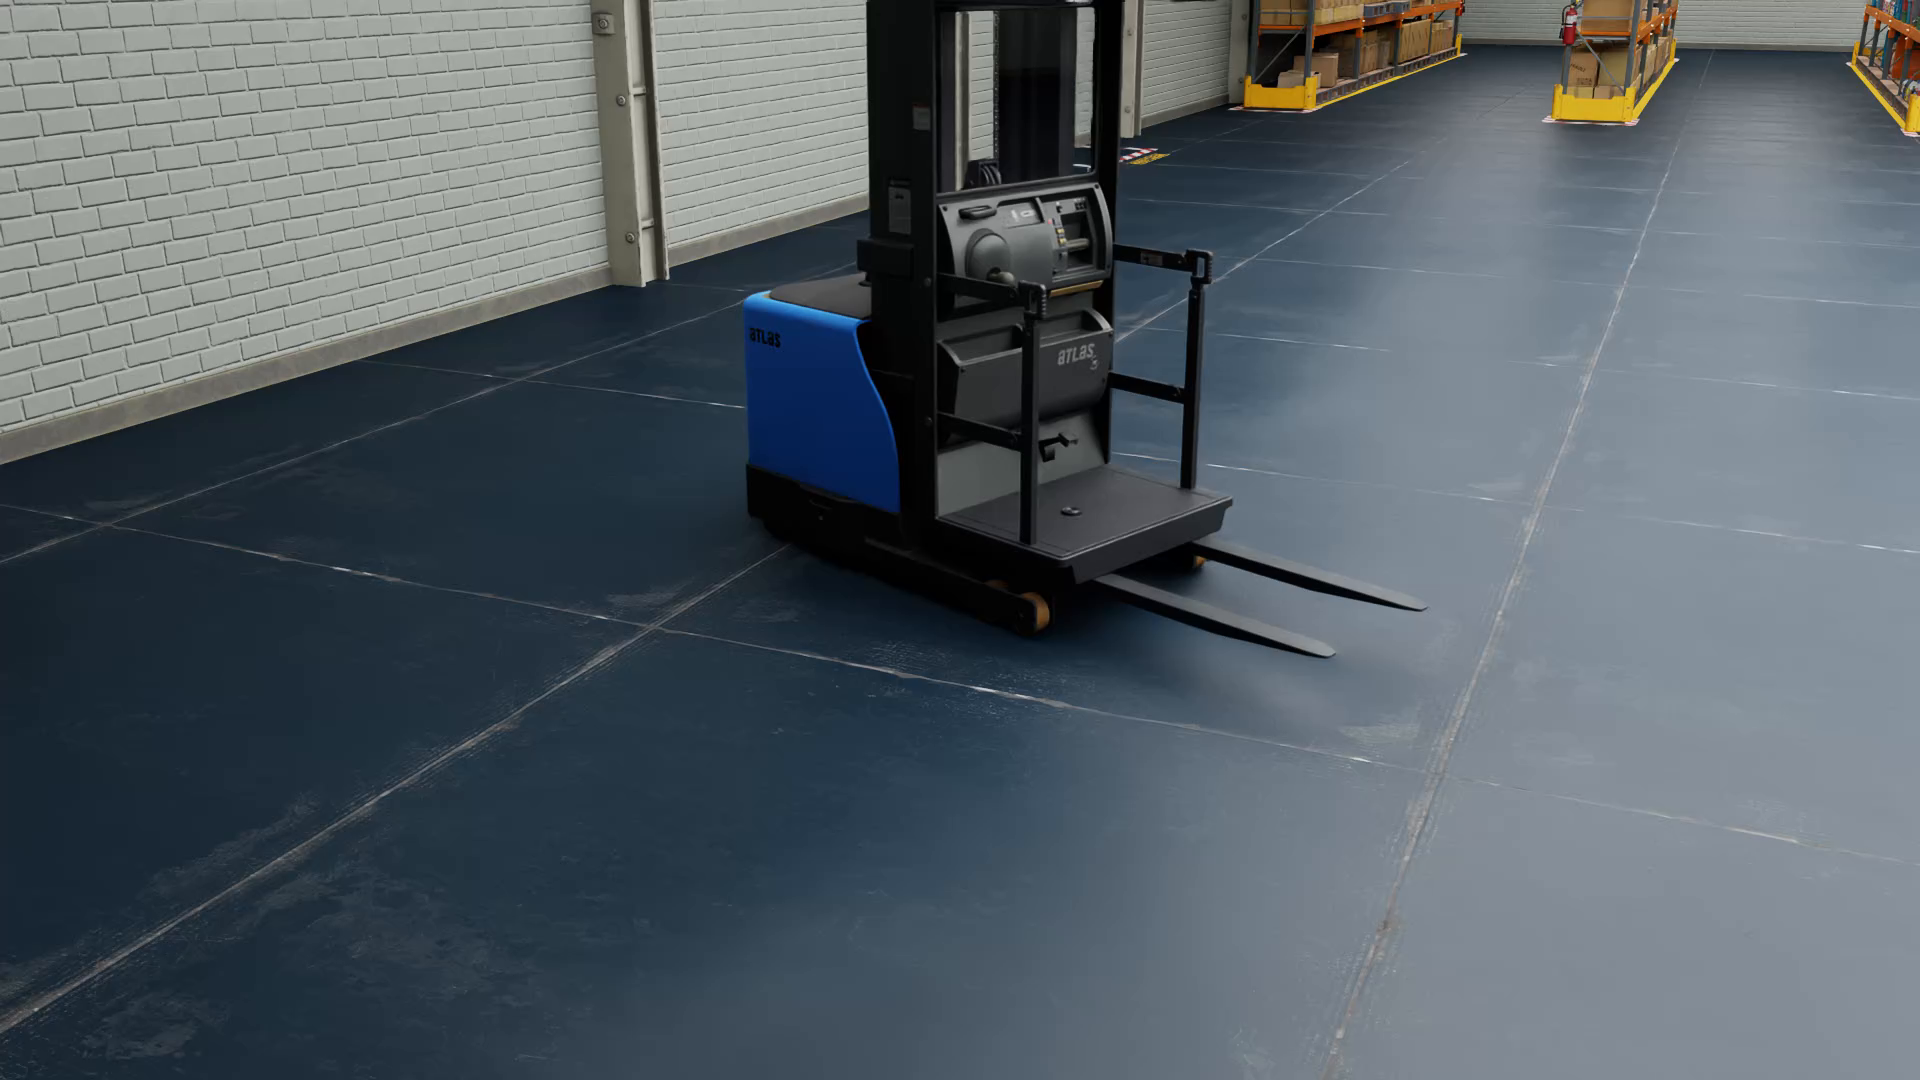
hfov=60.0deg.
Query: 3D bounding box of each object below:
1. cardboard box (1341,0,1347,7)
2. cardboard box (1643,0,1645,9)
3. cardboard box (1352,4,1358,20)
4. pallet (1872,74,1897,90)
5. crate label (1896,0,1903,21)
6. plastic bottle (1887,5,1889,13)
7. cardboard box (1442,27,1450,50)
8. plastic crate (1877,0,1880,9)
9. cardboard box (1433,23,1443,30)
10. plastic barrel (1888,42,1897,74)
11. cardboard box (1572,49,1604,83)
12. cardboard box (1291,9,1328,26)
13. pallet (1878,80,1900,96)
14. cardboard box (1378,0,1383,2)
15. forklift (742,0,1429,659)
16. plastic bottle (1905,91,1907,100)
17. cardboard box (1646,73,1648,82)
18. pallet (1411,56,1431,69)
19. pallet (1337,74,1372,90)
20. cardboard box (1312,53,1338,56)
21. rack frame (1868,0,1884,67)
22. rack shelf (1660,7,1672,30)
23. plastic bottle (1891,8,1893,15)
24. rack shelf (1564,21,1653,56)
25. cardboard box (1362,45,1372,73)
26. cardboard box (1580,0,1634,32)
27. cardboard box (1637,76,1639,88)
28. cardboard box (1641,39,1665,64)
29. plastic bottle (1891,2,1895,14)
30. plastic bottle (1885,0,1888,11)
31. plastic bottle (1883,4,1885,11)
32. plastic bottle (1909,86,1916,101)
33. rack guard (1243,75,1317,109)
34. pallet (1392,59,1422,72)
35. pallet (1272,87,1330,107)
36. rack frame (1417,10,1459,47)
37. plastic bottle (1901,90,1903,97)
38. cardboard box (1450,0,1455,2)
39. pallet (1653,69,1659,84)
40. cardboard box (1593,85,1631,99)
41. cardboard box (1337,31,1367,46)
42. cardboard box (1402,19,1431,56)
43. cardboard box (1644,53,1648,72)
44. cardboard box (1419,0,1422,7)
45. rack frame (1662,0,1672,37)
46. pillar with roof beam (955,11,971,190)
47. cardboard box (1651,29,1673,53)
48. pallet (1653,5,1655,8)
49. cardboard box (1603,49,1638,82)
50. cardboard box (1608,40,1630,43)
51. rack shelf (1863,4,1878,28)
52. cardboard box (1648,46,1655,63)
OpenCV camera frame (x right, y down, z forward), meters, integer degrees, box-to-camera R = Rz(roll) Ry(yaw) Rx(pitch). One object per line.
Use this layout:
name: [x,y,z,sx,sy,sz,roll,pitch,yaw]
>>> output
cardboard box: [6.416,-9.513,28.815,0.500,0.500,0.500,9,22,24]
cardboard box: [12.021,-9.635,29.934,0.500,0.500,0.500,10,22,27]
cardboard box: [6.826,-9.474,29.825,0.500,0.250,0.500,9,21,23]
pallet: [17.916,-8.669,31.529,1.003,0.211,1.213,9,21,23]
crate label: [16.978,-9.486,29.612,0.502,0.435,0.616,9,21,23]
plastic bottle: [18.146,-10.393,32.409,0.097,0.271,0.097,0,20,0]
cardboard box: [11.469,-12.180,40.345,0.700,0.500,0.500,8,21,23]
plastic crate: [19.149,-11.169,34.332,0.392,0.384,0.575,9,21,23]
cardboard box: [11.151,-12.097,39.144,0.380,0.149,0.250,8,21,21]
plastic barrel: [18.278,-9.295,32.100,0.600,0.588,0.708,9,21,23]
cardboard box: [10.182,-7.739,27.112,0.500,0.500,0.500,9,21,23]
cardboard box: [5.806,-8.694,27.633,0.500,0.250,0.500,8,21,21]
pallet: [17.279,-8.190,30.184,1.003,0.211,1.213,9,21,23]
cardboard box: [7.920,-10.821,32.613,0.700,0.500,0.500,9,21,23]
forklift: [0.424,-1.209,6.493,1.130,2.935,3.031,-18,27,-42]
plastic bottle: [15.070,-7.071,26.395,0.097,0.201,0.097,0,20,0]
cardboard box: [12.287,-8.500,30.371,0.500,0.250,0.500,8,21,21]
pallet: [9.984,-10.758,37.404,1.003,0.211,1.213,9,21,23]
pallet: [7.272,-8.797,31.889,1.003,0.211,1.213,9,21,23]
cardboard box: [6.566,-8.579,30.190,0.500,0.500,0.500,7,21,19]
rack frame: [19.269,-10.959,33.806,1.000,3.000,0.127,9,21,23]
rack shelf: [13.933,-10.689,34.122,1.077,0.370,4.000,9,21,23]
plastic bottle: [17.686,-10.017,31.455,0.097,0.201,0.097,0,20,0]
rack shelf: [10.657,-8.244,27.245,1.077,0.370,4.000,9,21,23]
cardboard box: [7.653,-9.445,32.623,0.700,0.500,0.500,9,21,23]
cardboard box: [10.041,-8.159,25.785,0.700,0.500,0.500,9,21,23]
cardboard box: [11.272,-7.773,28.326,0.500,0.250,0.500,9,21,23]
cardboard box: [14.395,-10.176,34.679,0.500,0.500,0.500,9,21,23]
plastic bottle: [17.726,-10.080,31.527,0.097,0.271,0.097,0,20,0]
plastic bottle: [18.366,-10.579,32.912,0.061,0.283,0.133,9,21,23]
plastic bottle: [18.605,-10.736,33.373,0.097,0.271,0.097,0,20,0]
plastic bottle: [14.739,-6.878,25.728,0.061,0.283,0.133,9,22,24]
rack guard: [5.348,-7.495,27.798,1.175,0.500,0.348,9,21,23]
pallet: [9.485,-10.384,36.351,1.003,0.211,1.213,9,21,23]
pallet: [5.713,-7.603,28.531,1.003,0.211,1.213,9,21,23]
rack frame: [11.869,-13.541,41.067,1.000,3.000,0.127,9,21,23]
plastic bottle: [15.380,-7.302,27.045,0.097,0.201,0.097,0,20,0]
cardboard box: [11.381,-13.301,39.945,0.980,0.700,0.700,8,21,22]
pallet: [13.454,-9.326,33.377,1.003,0.211,1.213,9,21,23]
cardboard box: [10.260,-7.007,26.171,0.500,0.250,0.500,9,21,23]
cardboard box: [7.628,-9.777,32.439,0.500,0.250,0.500,8,21,21]
cardboard box: [10.083,-11.286,37.310,0.750,0.750,0.750,9,21,23]
cardboard box: [11.872,-8.453,29.400,0.500,0.311,0.500,9,21,23]
cardboard box: [9.907,-11.759,36.402,0.380,0.149,0.250,9,21,23]
rack frame: [14.752,-11.639,35.721,1.000,3.000,0.127,9,21,23]
pillar with roof beam: [3.828,-7.550,15.268,9.100,9.000,0.400,9,21,23]
cardboard box: [16.392,-11.692,38.942,0.500,0.500,0.500,9,21,23]
pallet: [14.325,-11.320,35.108,1.003,0.211,1.213,9,21,23]
cardboard box: [10.656,-7.668,26.911,0.500,0.500,0.500,9,21,23]
cardboard box: [13.302,-10.135,33.446,0.500,0.250,0.500,9,22,25]
rack shelf: [20.088,-11.231,35.646,1.077,0.370,4.000,9,21,23]
cardboard box: [12.917,-9.230,31.584,0.500,0.311,0.500,8,21,22]
